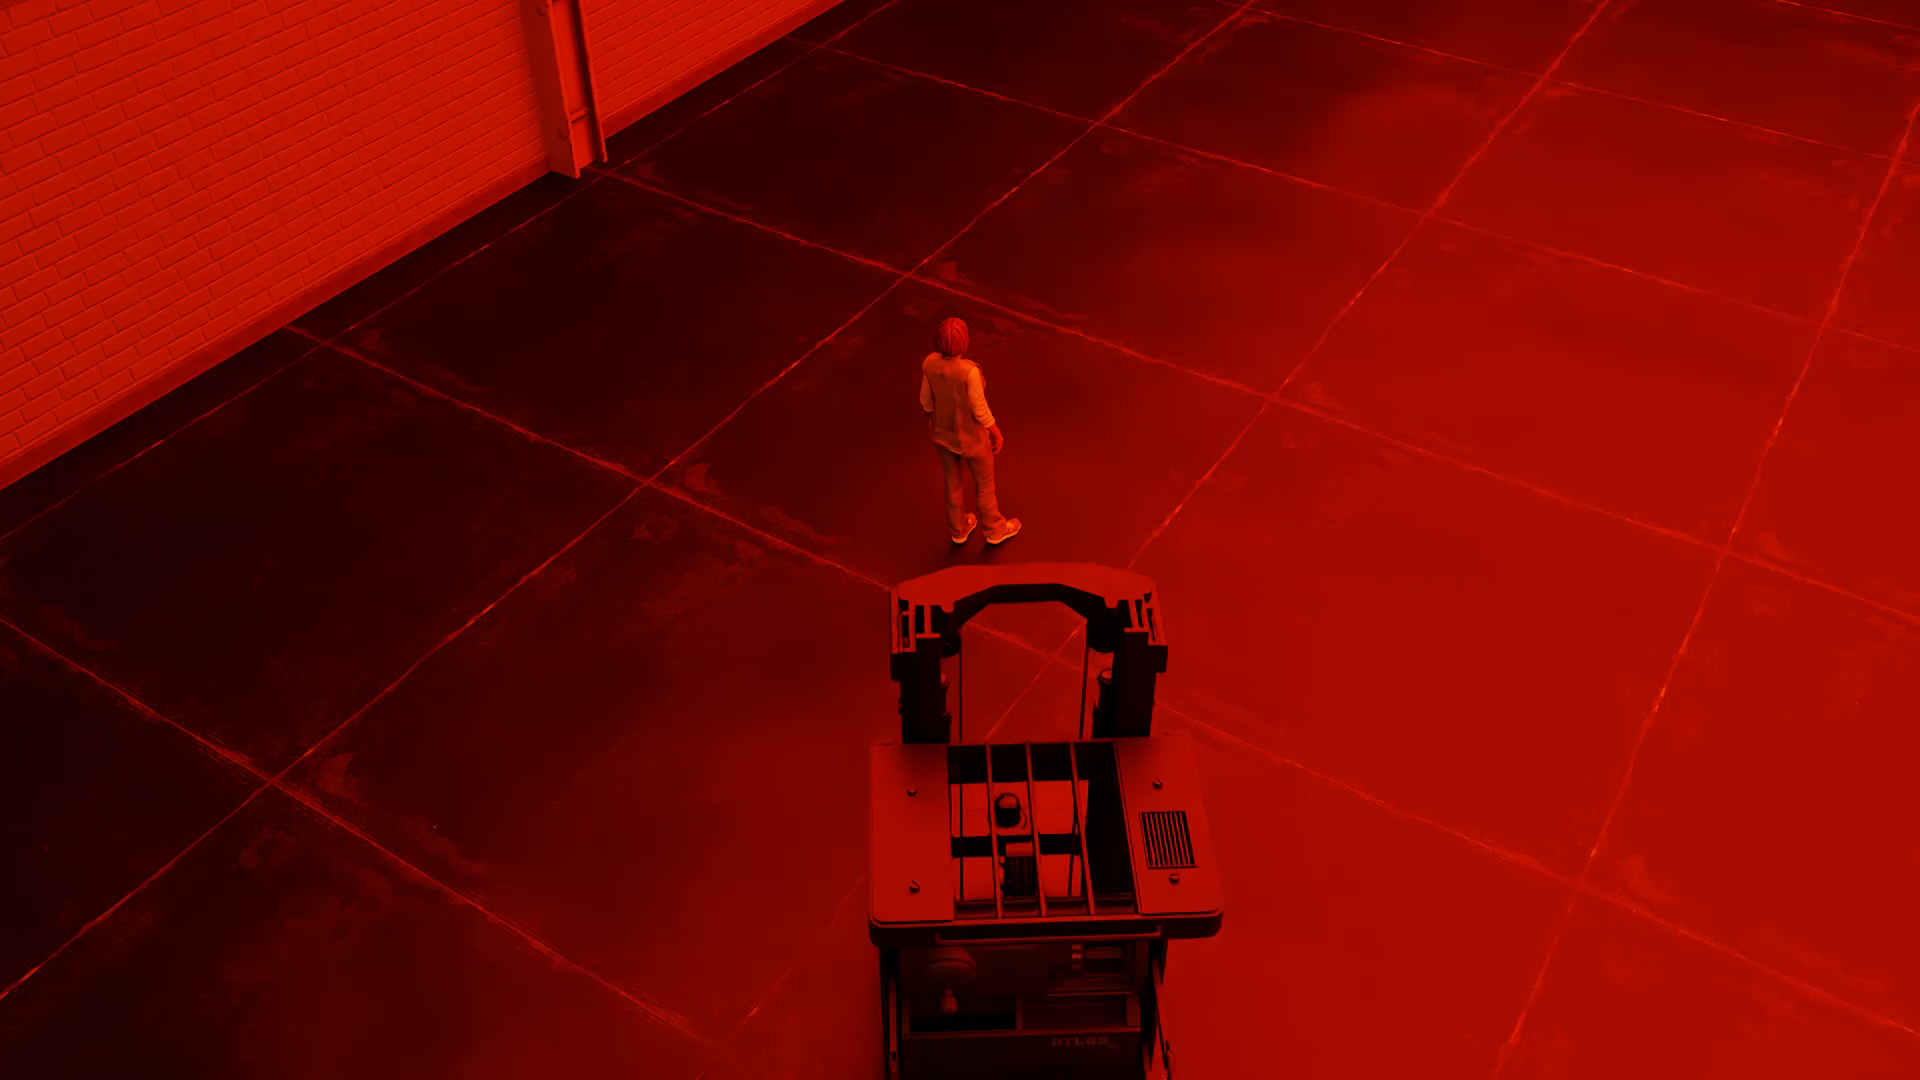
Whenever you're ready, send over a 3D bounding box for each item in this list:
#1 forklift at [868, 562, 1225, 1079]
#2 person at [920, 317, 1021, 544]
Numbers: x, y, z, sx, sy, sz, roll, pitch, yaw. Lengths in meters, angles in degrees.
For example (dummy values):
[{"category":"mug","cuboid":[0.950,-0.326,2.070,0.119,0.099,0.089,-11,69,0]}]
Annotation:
[{"category":"forklift","cuboid":[0.247,1.638,6.034,1.130,2.935,3.031,-2,40,-2]},{"category":"person","cuboid":[0.052,-0.651,9.755,0.520,1.599,0.473,22,45,24]}]
